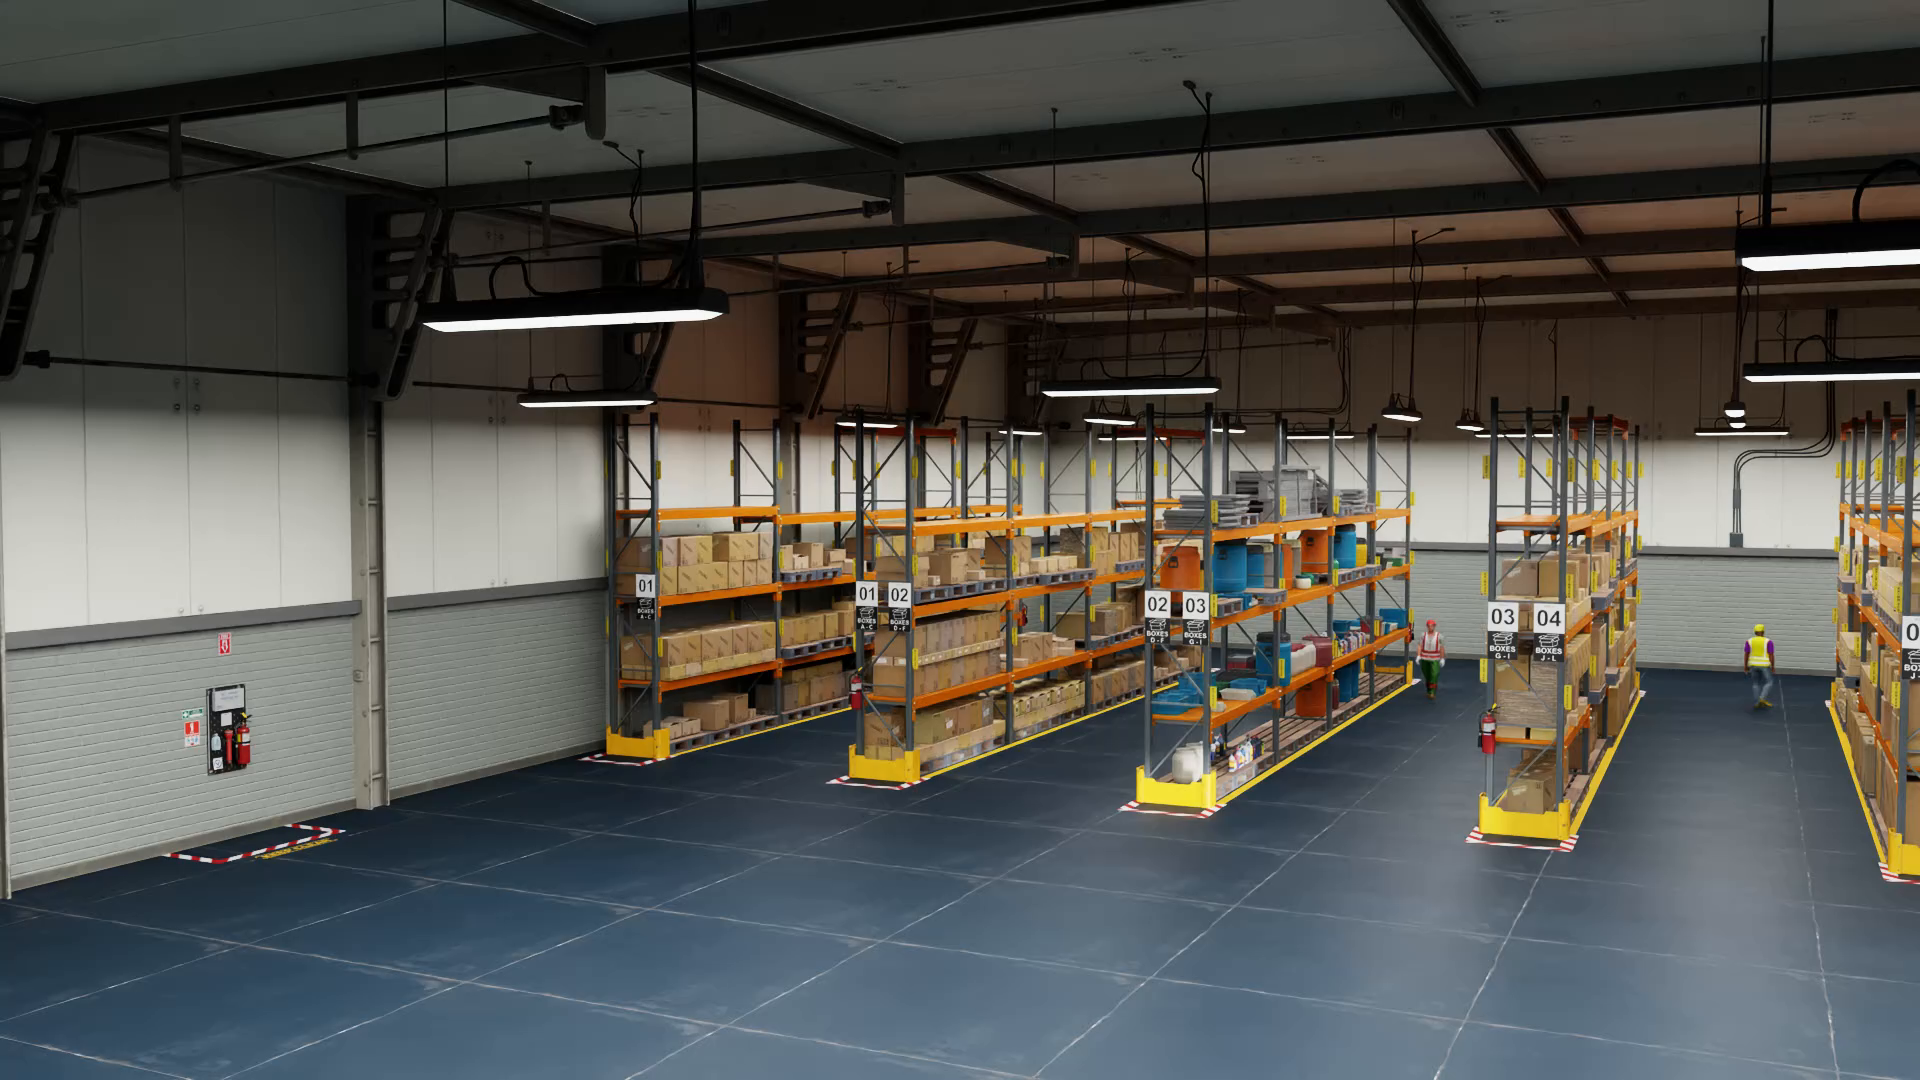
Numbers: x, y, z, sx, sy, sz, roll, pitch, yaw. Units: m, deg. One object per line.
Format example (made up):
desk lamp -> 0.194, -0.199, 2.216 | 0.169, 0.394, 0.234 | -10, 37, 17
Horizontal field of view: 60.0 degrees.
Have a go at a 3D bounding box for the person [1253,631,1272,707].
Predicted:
person -> 6.277, 2.704, 34.686 | 0.462, 1.633, 0.948 | 2, 3, 38

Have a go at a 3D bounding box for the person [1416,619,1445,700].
person -> 10.170, 2.592, 36.048 | 0.545, 1.731, 1.048 | 1, 3, 30

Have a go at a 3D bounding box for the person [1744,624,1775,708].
person -> 16.793, 2.659, 34.942 | 0.596, 1.763, 0.539 | 2, 3, 38
